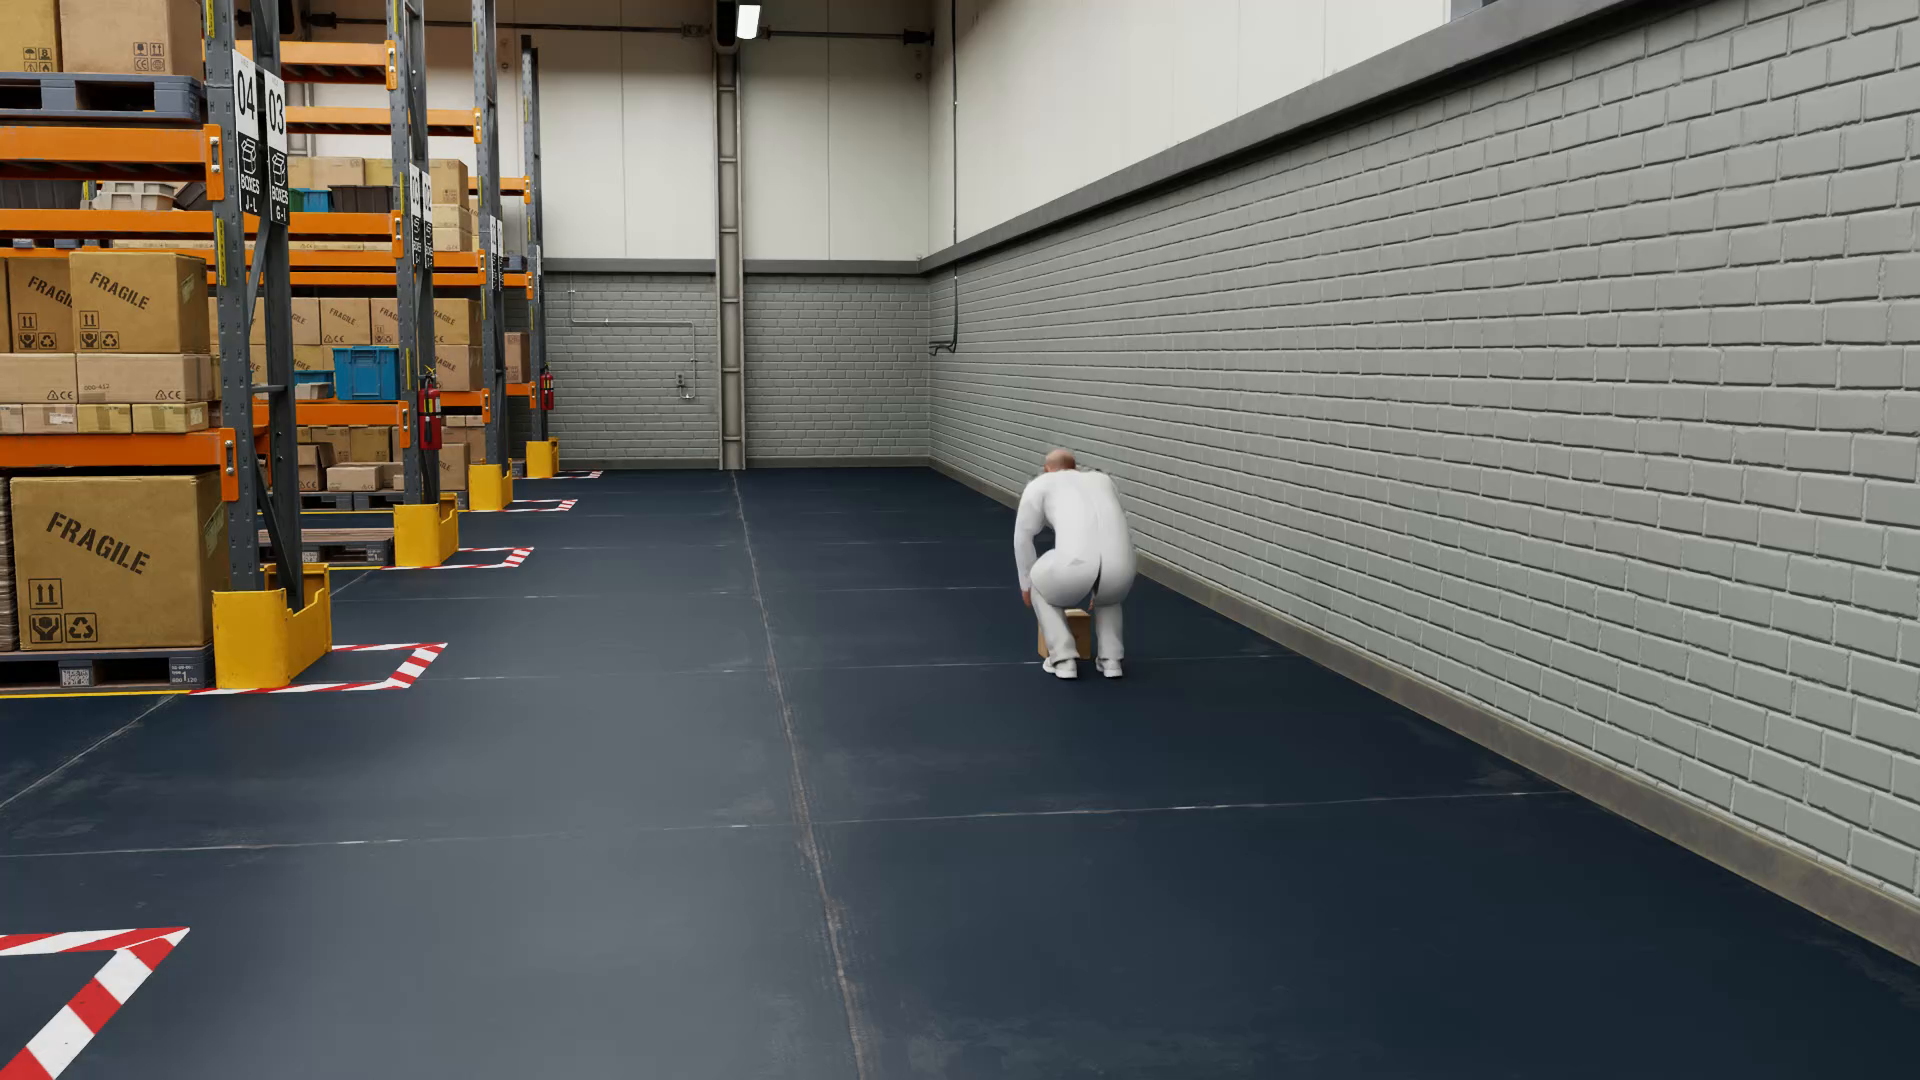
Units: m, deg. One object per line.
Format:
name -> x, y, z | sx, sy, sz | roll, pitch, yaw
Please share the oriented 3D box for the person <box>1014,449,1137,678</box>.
person -> 0.626, 0.169, 8.904 | 0.625, 1.083, 0.830 | -1, 6, -9
